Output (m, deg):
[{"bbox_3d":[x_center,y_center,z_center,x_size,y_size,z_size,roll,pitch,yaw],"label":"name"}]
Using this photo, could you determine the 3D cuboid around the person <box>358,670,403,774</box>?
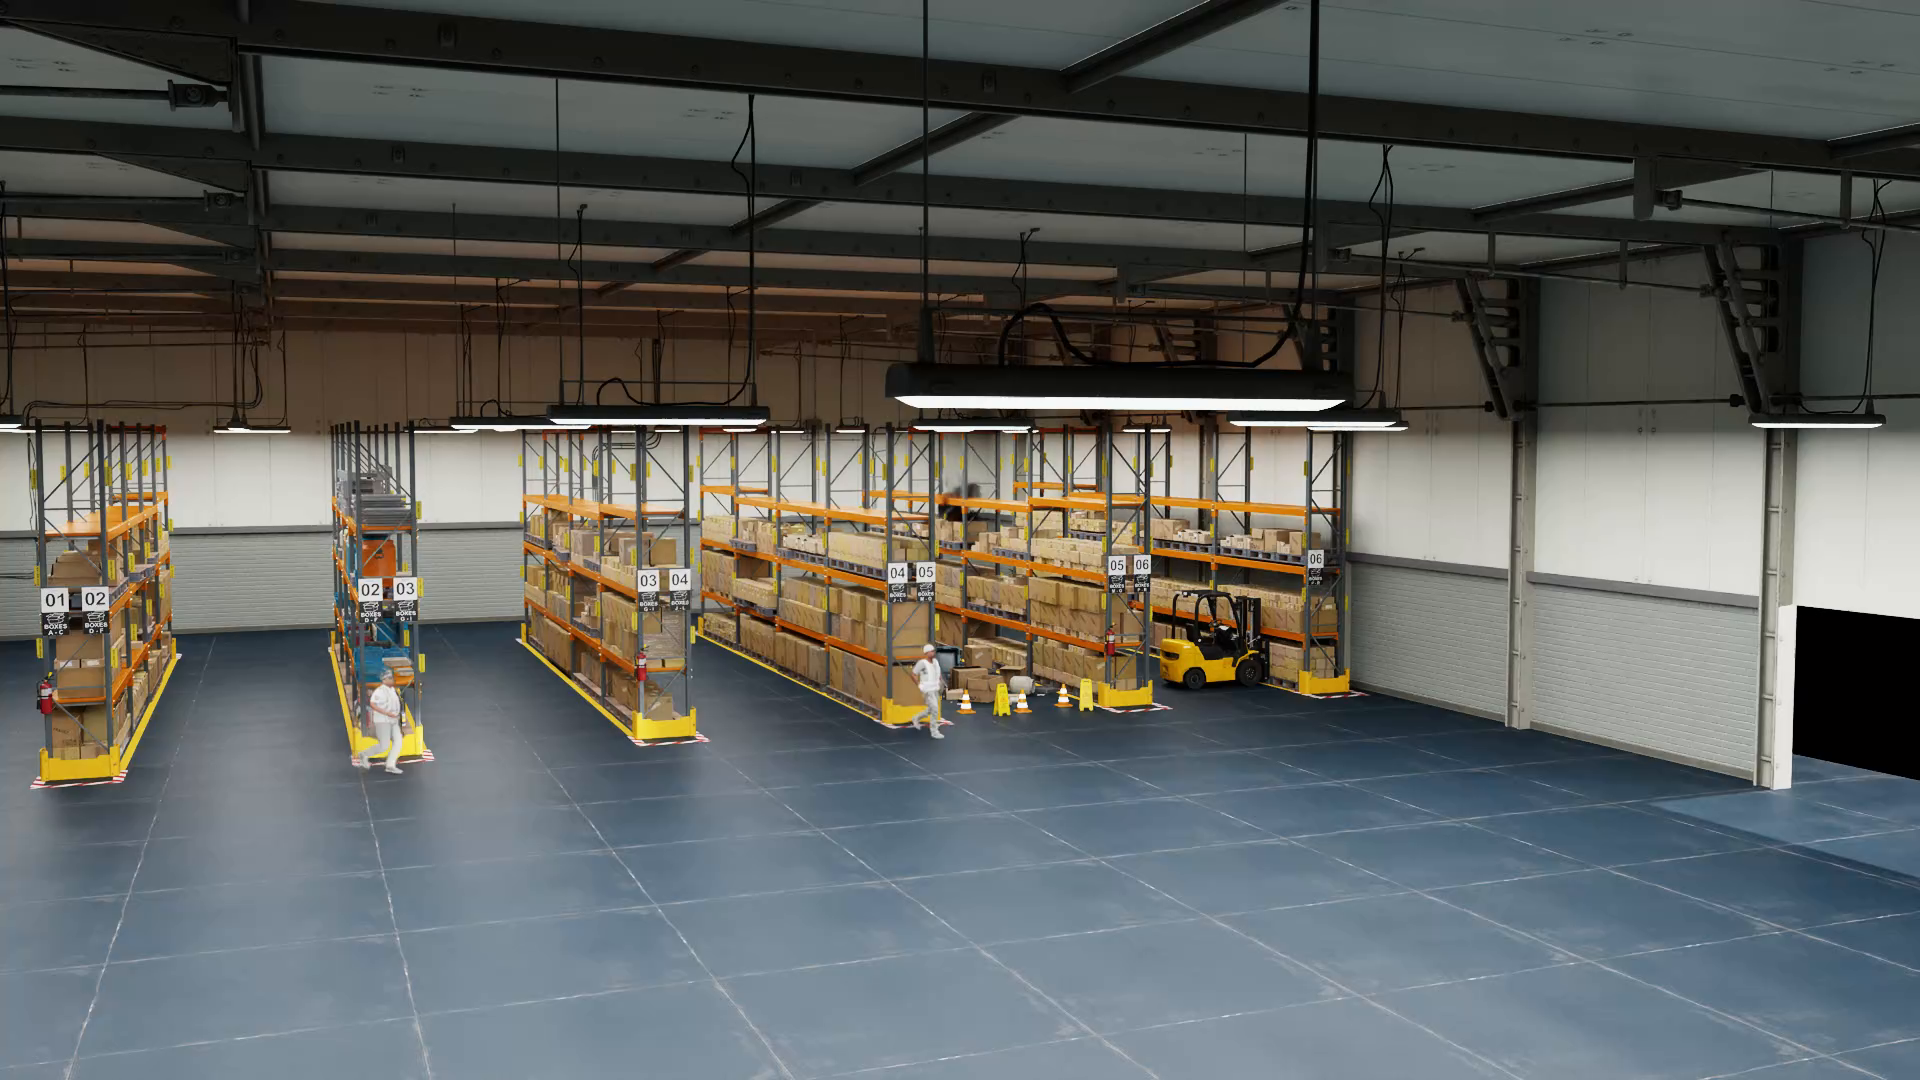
[{"bbox_3d":[-9.816,3.085,28.343,0.775,1.763,0.688,1,4,12],"label":"person"}]

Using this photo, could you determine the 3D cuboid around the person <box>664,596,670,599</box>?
[{"bbox_3d":[-8.189,2.047,46.376,0.630,1.581,0.594,-1,4,-16],"label":"person"}]

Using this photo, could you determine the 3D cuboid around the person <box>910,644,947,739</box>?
[{"bbox_3d":[-0.604,2.863,31.628,0.799,1.764,0.712,2,4,34],"label":"person"}]
